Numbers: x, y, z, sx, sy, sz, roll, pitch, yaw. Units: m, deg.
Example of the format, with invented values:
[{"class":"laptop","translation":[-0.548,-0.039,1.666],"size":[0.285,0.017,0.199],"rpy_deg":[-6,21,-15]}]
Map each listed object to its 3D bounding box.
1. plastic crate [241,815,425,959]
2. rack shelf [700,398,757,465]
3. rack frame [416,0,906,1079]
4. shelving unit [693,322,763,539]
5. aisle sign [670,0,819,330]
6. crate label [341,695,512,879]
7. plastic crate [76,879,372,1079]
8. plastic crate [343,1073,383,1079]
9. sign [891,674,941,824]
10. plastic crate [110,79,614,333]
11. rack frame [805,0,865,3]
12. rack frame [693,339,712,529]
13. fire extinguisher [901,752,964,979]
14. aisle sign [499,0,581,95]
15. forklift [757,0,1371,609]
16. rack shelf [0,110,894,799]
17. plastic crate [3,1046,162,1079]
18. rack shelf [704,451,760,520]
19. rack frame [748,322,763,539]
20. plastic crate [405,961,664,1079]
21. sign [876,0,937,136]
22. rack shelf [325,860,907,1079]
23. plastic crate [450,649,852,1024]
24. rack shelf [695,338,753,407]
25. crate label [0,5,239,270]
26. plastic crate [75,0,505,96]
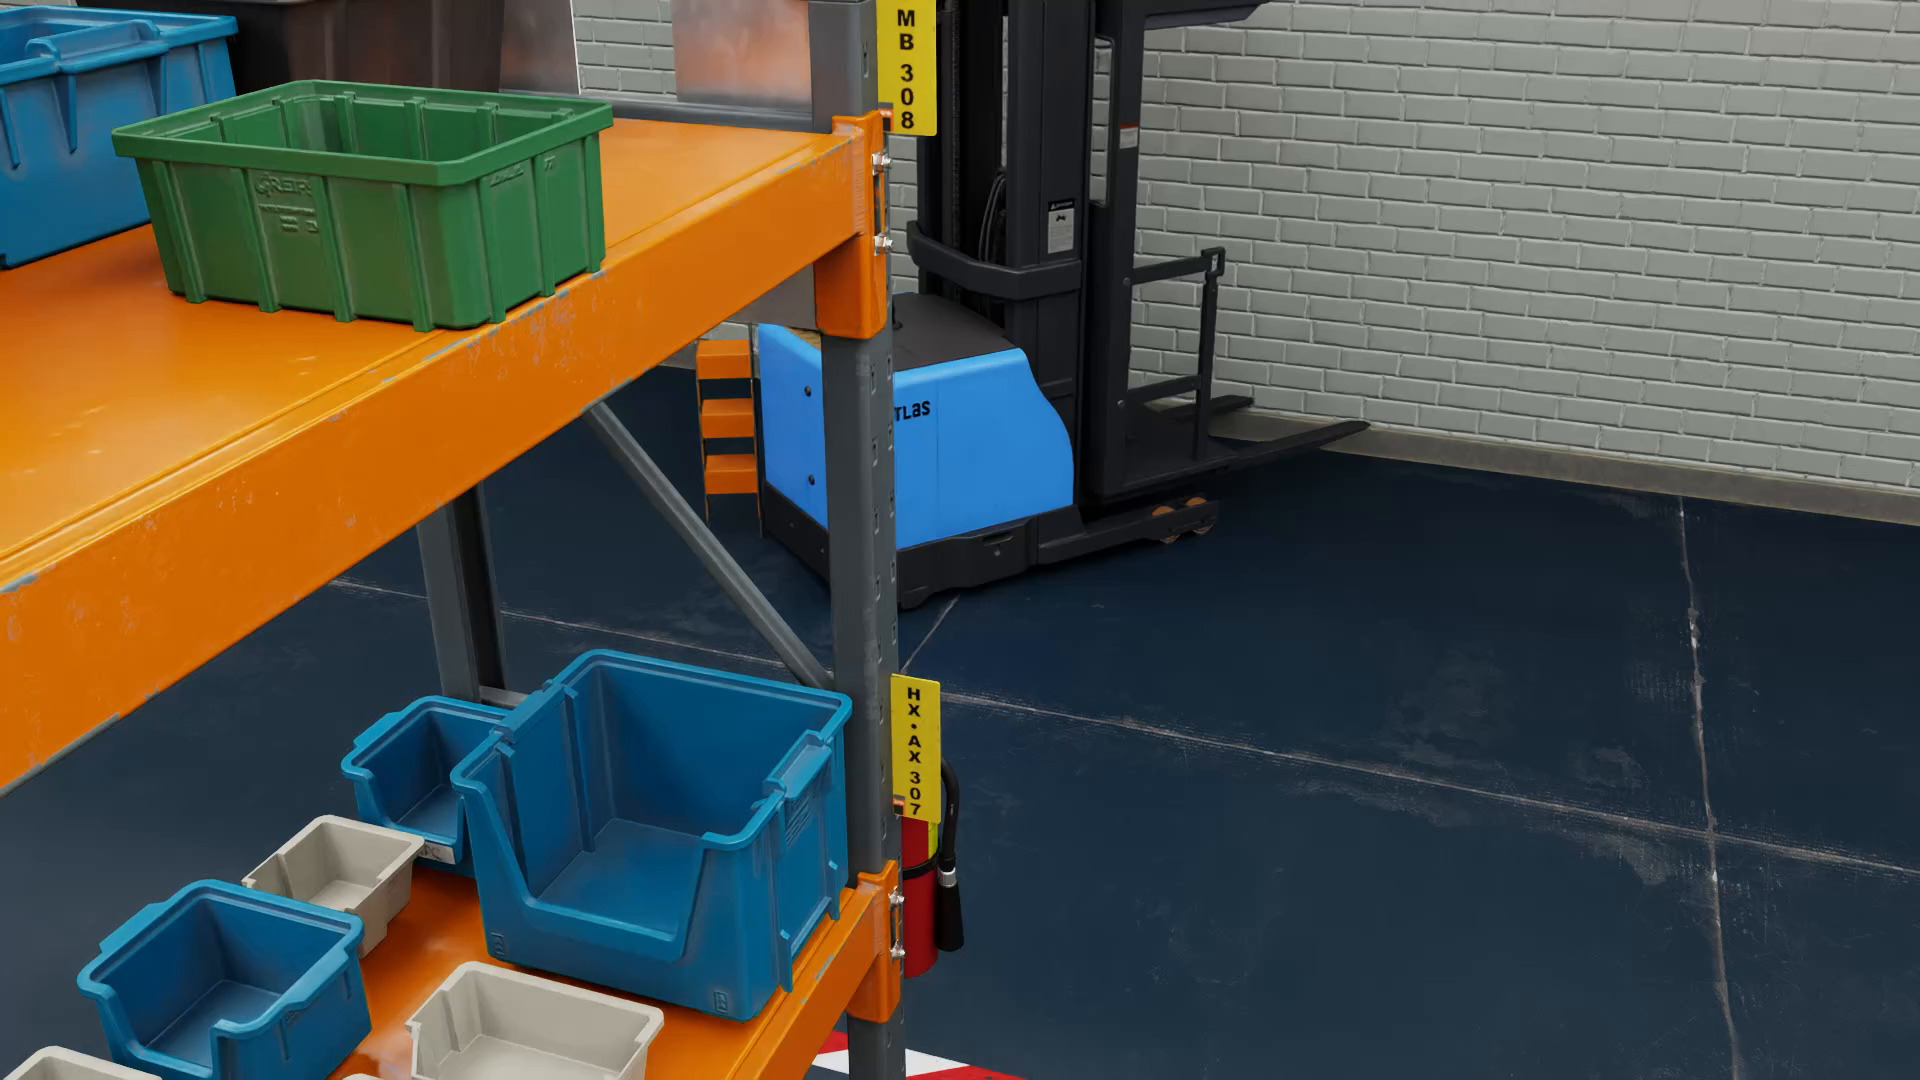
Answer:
[{"class":"plastic crate","translation":[-1.188,0.678,3.141],"size":[0.250,0.136,0.298],"rpy_deg":[9,27,17]},{"class":"rack shelf","translation":[-1.057,-0.507,7.616],"size":[0.240,0.259,0.215],"rpy_deg":[-2,26,-4]},{"class":"rack frame","translation":[-0.610,0.413,3.455],"size":[1.000,3.000,0.127],"rpy_deg":[9,27,17]},{"class":"shelving unit","translation":[-1.057,-0.516,7.611],"size":[0.252,1.050,0.215],"rpy_deg":[-2,26,-4]},{"class":"aisle sign","translation":[-0.310,-0.744,2.862],"size":[0.394,0.787,0.004],"rpy_deg":[9,27,17]},{"class":"crate label","translation":[-1.003,0.515,3.367],"size":[0.416,0.233,0.303],"rpy_deg":[9,27,17]},{"class":"plastic crate","translation":[-1.222,0.786,2.809],"size":[0.416,0.233,0.300],"rpy_deg":[9,27,17]},{"class":"plastic crate","translation":[-0.821,0.983,2.511],"size":[0.396,0.136,0.243],"rpy_deg":[9,27,17]},{"class":"sign","translation":[-0.086,0.413,3.268],"size":[0.100,0.325,0.005],"rpy_deg":[9,27,17]},{"class":"plastic crate","translation":[-0.669,-0.395,1.925],"size":[0.450,0.188,0.336],"rpy_deg":[9,27,17]},{"class":"rack frame","translation":[-0.610,-2.287,2.148],"size":[1.000,3.000,0.127],"rpy_deg":[9,27,17]},{"class":"rack frame","translation":[-1.178,-0.512,7.602],"size":[0.008,1.050,0.200],"rpy_deg":[-2,26,-4]},{"class":"fire extinguisher","translation":[-0.132,0.620,3.545],"size":[0.296,0.674,0.183],"rpy_deg":[9,27,17]},{"class":"aisle sign","translation":[-0.867,-0.830,3.038],"size":[0.394,0.787,0.004],"rpy_deg":[9,27,17]},{"class":"forklift","translation":[0.622,-1.488,7.461],"size":[3.031,2.935,1.130],"rpy_deg":[-15,30,-28]},{"class":"rack shelf","translation":[-1.276,0.209,1.261],"size":[1.077,0.370,4.000],"rpy_deg":[9,27,17]},{"class":"plastic crate","translation":[-1.414,0.957,2.565],"size":[0.250,0.136,0.298],"rpy_deg":[9,27,17]},{"class":"rack shelf","translation":[-1.057,-0.257,7.737],"size":[0.240,0.259,0.215],"rpy_deg":[-2,26,-4]},{"class":"rack frame","translation":[-0.935,-0.521,7.620],"size":[0.008,1.050,0.200],"rpy_deg":[-2,26,-4]},{"class":"plastic crate","translation":[-0.711,0.866,2.753],"size":[0.396,0.136,0.243],"rpy_deg":[9,27,17]},{"class":"sign","translation":[-0.086,-0.817,2.673],"size":[0.100,0.325,0.005],"rpy_deg":[9,27,17]},{"class":"rack shelf","translation":[-1.276,1.559,1.914],"size":[1.077,0.370,4.000],"rpy_deg":[9,27,17]},{"class":"plastic crate","translation":[-0.546,0.535,3.094],"size":[0.616,0.435,0.499],"rpy_deg":[9,27,17]},{"class":"rack shelf","translation":[-1.057,-0.762,7.492],"size":[0.240,0.259,0.215],"rpy_deg":[-2,26,-4]},{"class":"crate label","translation":[-1.222,-0.538,2.147],"size":[0.408,0.251,0.502],"rpy_deg":[9,27,17]},{"class":"plastic crate","translation":[-1.001,-0.760,2.586],"size":[0.497,0.269,0.590],"rpy_deg":[9,27,17]}]
